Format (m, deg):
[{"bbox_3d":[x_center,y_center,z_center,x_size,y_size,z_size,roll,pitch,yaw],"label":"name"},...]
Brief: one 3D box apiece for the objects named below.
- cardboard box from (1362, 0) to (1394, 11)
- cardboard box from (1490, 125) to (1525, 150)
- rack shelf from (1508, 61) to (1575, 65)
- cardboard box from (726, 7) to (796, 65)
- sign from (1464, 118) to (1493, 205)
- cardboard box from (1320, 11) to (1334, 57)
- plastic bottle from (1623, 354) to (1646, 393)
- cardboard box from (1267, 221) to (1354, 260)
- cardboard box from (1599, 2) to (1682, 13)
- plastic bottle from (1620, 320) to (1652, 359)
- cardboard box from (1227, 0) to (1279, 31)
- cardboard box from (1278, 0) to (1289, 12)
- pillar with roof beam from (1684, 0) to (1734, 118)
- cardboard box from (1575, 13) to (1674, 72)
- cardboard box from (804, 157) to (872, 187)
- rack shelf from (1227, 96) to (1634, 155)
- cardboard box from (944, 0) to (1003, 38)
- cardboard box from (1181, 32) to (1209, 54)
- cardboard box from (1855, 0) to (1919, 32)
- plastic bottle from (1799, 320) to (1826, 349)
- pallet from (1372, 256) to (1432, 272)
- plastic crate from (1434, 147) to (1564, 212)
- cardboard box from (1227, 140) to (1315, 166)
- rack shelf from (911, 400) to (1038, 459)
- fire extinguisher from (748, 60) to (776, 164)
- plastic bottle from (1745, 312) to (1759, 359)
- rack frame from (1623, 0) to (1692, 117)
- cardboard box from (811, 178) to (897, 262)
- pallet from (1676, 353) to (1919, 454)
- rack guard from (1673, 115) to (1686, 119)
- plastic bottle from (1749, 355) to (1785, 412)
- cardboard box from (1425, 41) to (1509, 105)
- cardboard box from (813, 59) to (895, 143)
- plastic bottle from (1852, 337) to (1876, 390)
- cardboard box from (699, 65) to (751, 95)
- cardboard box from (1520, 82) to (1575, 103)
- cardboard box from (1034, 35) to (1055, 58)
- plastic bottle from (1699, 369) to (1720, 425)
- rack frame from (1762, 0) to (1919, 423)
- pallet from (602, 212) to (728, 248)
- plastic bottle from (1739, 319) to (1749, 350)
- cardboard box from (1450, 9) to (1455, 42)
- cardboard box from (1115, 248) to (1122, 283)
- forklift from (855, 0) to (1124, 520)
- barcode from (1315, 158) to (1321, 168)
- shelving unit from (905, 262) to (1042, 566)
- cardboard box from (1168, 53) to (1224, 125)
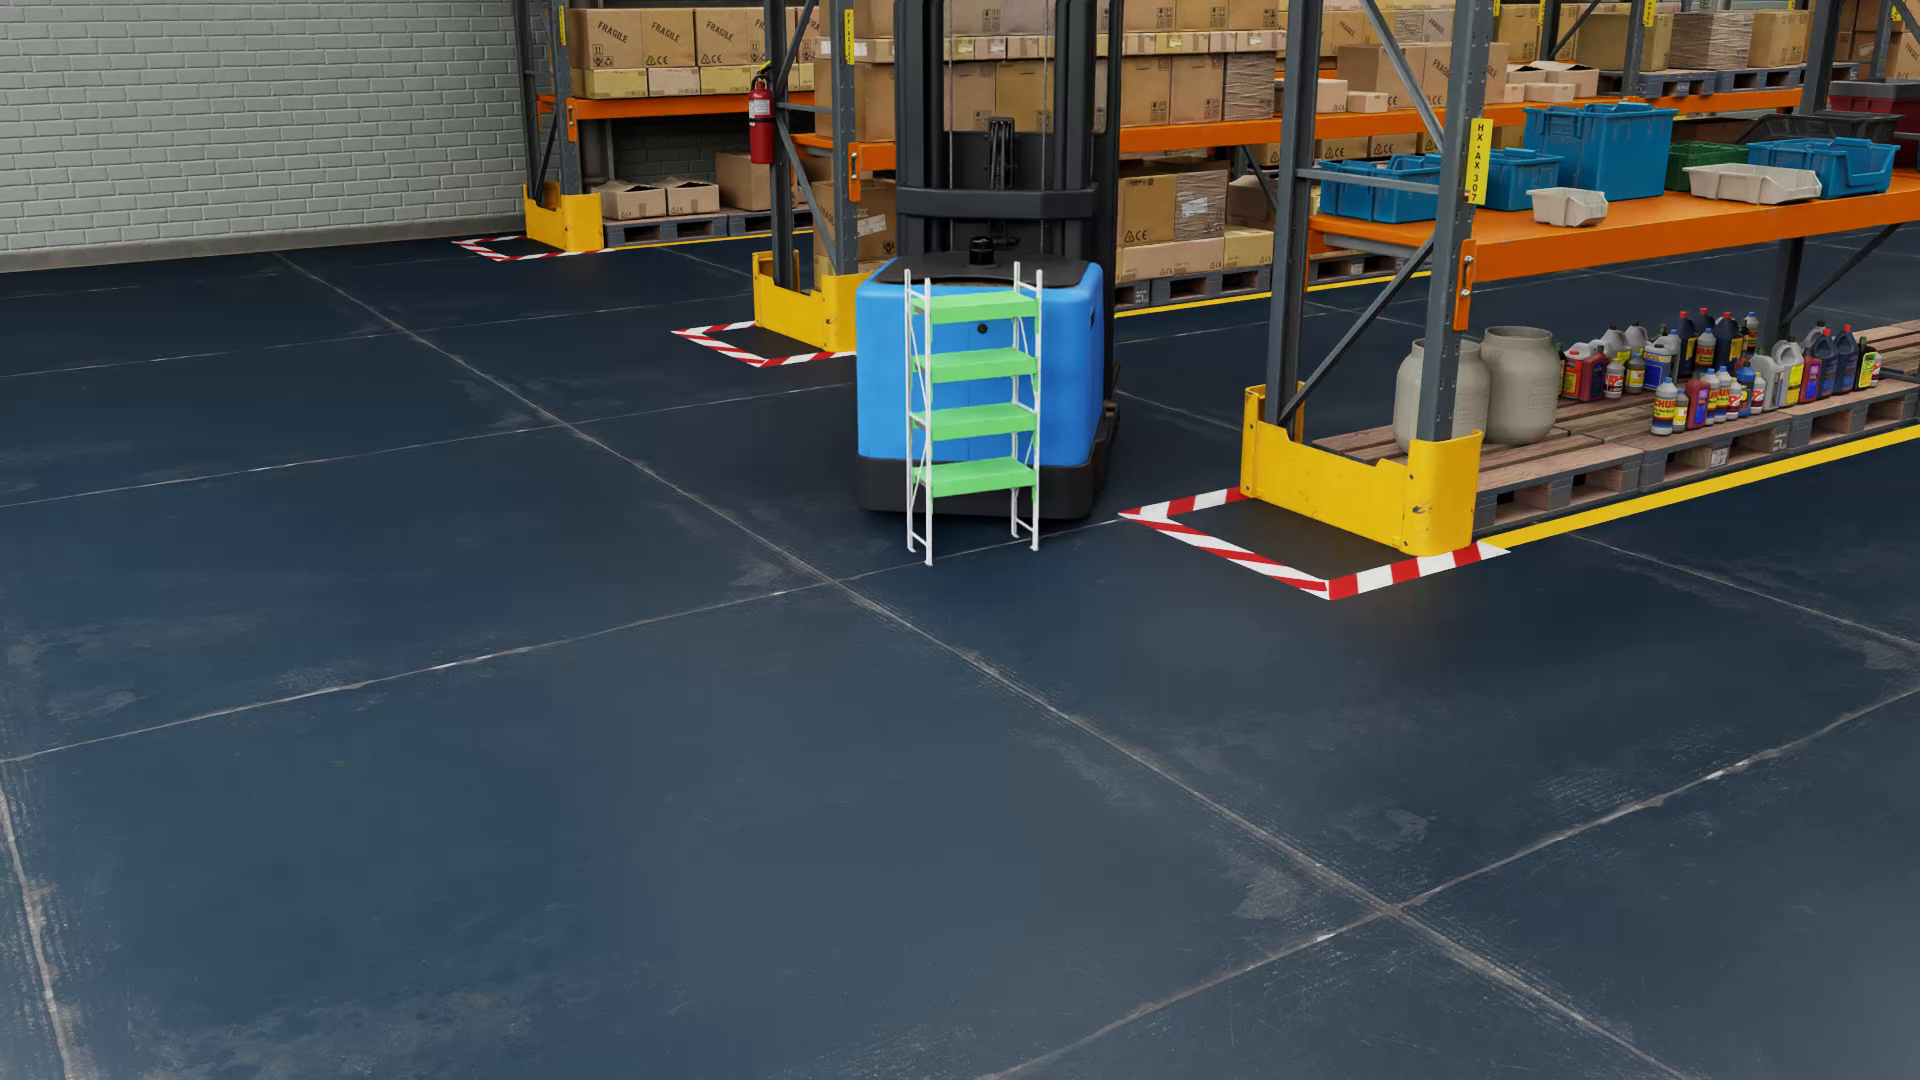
[{"bbox_3d":[4.775,-6.400,19.670,0.500,0.250,0.500,-12,22,-33],"label":"cardboard box"},{"bbox_3d":[6.988,-5.384,21.735,0.500,0.500,0.700,-12,22,-31],"label":"cardboard box"},{"bbox_3d":[7.978,-6.277,22.251,4.000,0.370,1.077,-12,22,-31],"label":"rack shelf"},{"bbox_3d":[-1.873,-4.717,15.545,0.500,0.500,0.500,-11,22,-30],"label":"cardboard box"},{"bbox_3d":[2.033,-1.485,6.521,0.005,0.325,0.100,-12,22,-31],"label":"sign"},{"bbox_3d":[3.956,-5.865,19.259,0.500,0.500,0.500,-11,22,-30],"label":"cardboard box"},{"bbox_3d":[3.607,-0.892,8.883,0.097,0.201,0.097,0,19,0],"label":"plastic bottle"},{"bbox_3d":[2.827,-2.433,13.395,0.500,0.250,0.500,-13,22,-33],"label":"cardboard box"},{"bbox_3d":[9.228,-7.019,22.856,0.700,0.700,0.980,-11,21,-29],"label":"cardboard box"},{"bbox_3d":[3.660,-1.020,9.029,0.185,0.351,0.144,-12,22,-32],"label":"plastic bottle"},{"bbox_3d":[1.986,-4.114,12.548,0.500,0.500,0.700,-12,22,-31],"label":"cardboard box"},{"bbox_3d":[3.512,-6.130,18.870,0.500,0.250,0.500,-11,22,-30],"label":"cardboard box"},{"bbox_3d":[13.795,-9.367,20.902,0.400,9.000,9.100,-12,22,-31],"label":"pillar with roof beam"},{"bbox_3d":[6.158,-4.624,15.426,0.700,0.500,0.500,14,23,35],"label":"cardboard box"},{"bbox_3d":[-1.219,-3.687,16.683,0.500,0.500,0.500,-14,23,-35],"label":"cardboard box"},{"bbox_3d":[4.024,-3.543,14.165,4.000,0.370,1.077,-12,22,-31],"label":"rack shelf"},{"bbox_3d":[-0.110,-3.671,11.239,0.500,0.500,0.700,-13,22,-33],"label":"cardboard box"},{"bbox_3d":[1.601,-3.645,12.174,0.250,0.149,0.380,-12,22,-32],"label":"cardboard box"},{"bbox_3d":[9.583,-5.470,17.023,0.500,0.500,0.500,-11,22,-30],"label":"cardboard box"},{"bbox_3d":[4.616,-1.008,8.991,0.185,0.351,0.144,-12,22,-31],"label":"plastic bottle"},{"bbox_3d":[3.967,-2.567,14.509,1.213,0.211,1.003,-12,22,-31],"label":"pallet"},{"bbox_3d":[2.533,-1.712,7.858,0.408,0.251,0.499,-12,22,-31],"label":"plastic crate"},{"bbox_3d":[3.653,-4.836,19.566,0.750,0.750,0.750,-12,22,-32],"label":"cardboard box"},{"bbox_3d":[0.054,-0.465,6.945,0.480,0.148,0.258,-8,20,-22],"label":"rack shelf"},{"bbox_3d":[-1.341,-2.894,11.242,0.183,0.674,0.296,-12,22,-31],"label":"fire extinguisher"},{"bbox_3d":[4.568,-1.183,9.634,0.097,0.271,0.097,0,19,0],"label":"plastic bottle"},{"bbox_3d":[9.648,-6.970,23.177,0.127,3.000,1.000,-12,22,-31],"label":"rack frame"},{"bbox_3d":[-0.703,-2.253,11.692,0.500,0.500,0.500,-12,22,-31],"label":"cardboard box"},{"bbox_3d":[4.491,-0.778,9.217,1.213,0.211,1.003,-12,22,-31],"label":"pallet"},{"bbox_3d":[9.668,-5.790,23.590,0.348,0.500,1.175,-12,22,-31],"label":"rack guard"},{"bbox_3d":[4.127,-0.816,8.539,0.135,0.276,0.152,-11,22,-30],"label":"plastic bottle"},{"bbox_3d":[4.302,-3.984,14.189,0.500,0.500,0.500,-13,23,-34],"label":"cardboard box"},{"bbox_3d":[-0.590,-2.953,11.141,0.500,0.500,0.700,-12,22,-31],"label":"cardboard box"},{"bbox_3d":[4.854,-0.955,8.940,0.133,0.283,0.061,-11,21,-29],"label":"plastic bottle"},{"bbox_3d":[-2.278,-4.274,15.408,0.500,0.250,0.500,-12,22,-32],"label":"cardboard box"},{"bbox_3d":[5.095,-3.885,14.445,0.250,0.149,0.380,-12,22,-31],"label":"cardboard box"},{"bbox_3d":[0.534,-3.421,11.511,0.250,0.149,0.380,-12,22,-32],"label":"cardboard box"},{"bbox_3d":[3.706,-0.714,8.246,0.097,0.271,0.097,0,19,0],"label":"plastic bottle"},{"bbox_3d":[5.075,-2.206,9.087,0.127,3.000,1.000,-12,22,-31],"label":"rack frame"},{"bbox_3d":[-2.953,-2.978,15.723,1.213,0.211,1.003,-12,22,-31],"label":"pallet"},{"bbox_3d":[4.372,-1.096,9.358,0.133,0.283,0.061,-12,22,-31],"label":"plastic bottle"},{"bbox_3d":[6.061,-6.314,20.587,0.500,0.500,0.500,-12,22,-32],"label":"cardboard box"},{"bbox_3d":[0.837,-2.022,12.181,0.500,0.250,0.500,-12,22,-31],"label":"cardboard box"},{"bbox_3d":[0.266,-1.909,8.315,1.130,2.935,3.031,3,19,8],"label":"forklift"},{"bbox_3d":[2.796,-2.944,12.988,0.075,0.075,0.001,-12,22,-31],"label":"barcode"},{"bbox_3d":[0.054,-0.525,6.925,0.503,1.200,0.258,-8,20,-22],"label":"shelving unit"},{"bbox_3d":[1.550,-3.405,12.476,0.500,0.500,0.700,-12,22,-32],"label":"cardboard box"}]
